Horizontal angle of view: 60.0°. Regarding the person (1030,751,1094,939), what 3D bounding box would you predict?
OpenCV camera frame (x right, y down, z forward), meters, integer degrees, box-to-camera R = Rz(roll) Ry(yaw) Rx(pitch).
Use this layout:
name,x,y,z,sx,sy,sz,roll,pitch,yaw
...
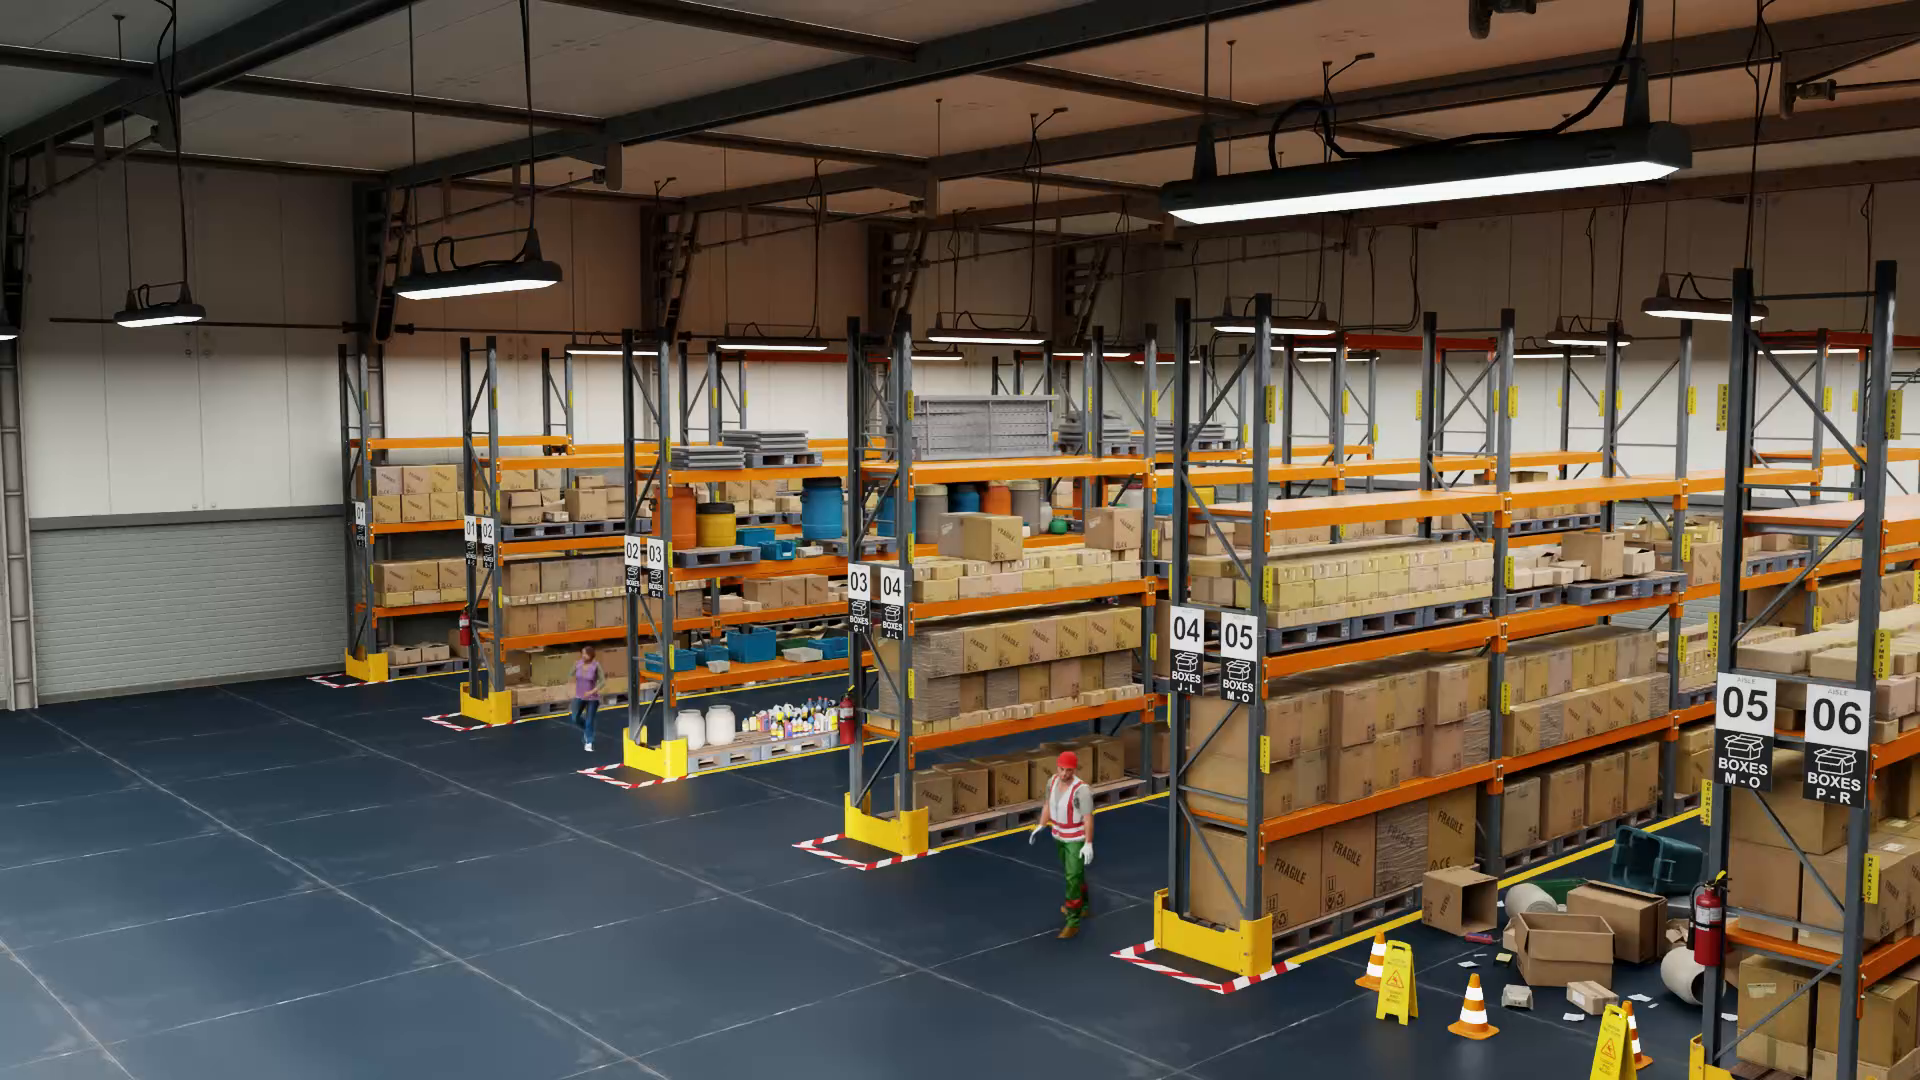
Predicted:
name,x,y,z,sx,sy,sz,roll,pitch,yaw
person,1.071,2.869,15.994,0.661,1.769,0.679,-4,6,-36

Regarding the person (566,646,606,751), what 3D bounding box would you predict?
name,x,y,z,sx,sy,sz,roll,pitch,yaw
person,-5.355,2.274,23.773,0.611,1.531,0.508,1,5,9
